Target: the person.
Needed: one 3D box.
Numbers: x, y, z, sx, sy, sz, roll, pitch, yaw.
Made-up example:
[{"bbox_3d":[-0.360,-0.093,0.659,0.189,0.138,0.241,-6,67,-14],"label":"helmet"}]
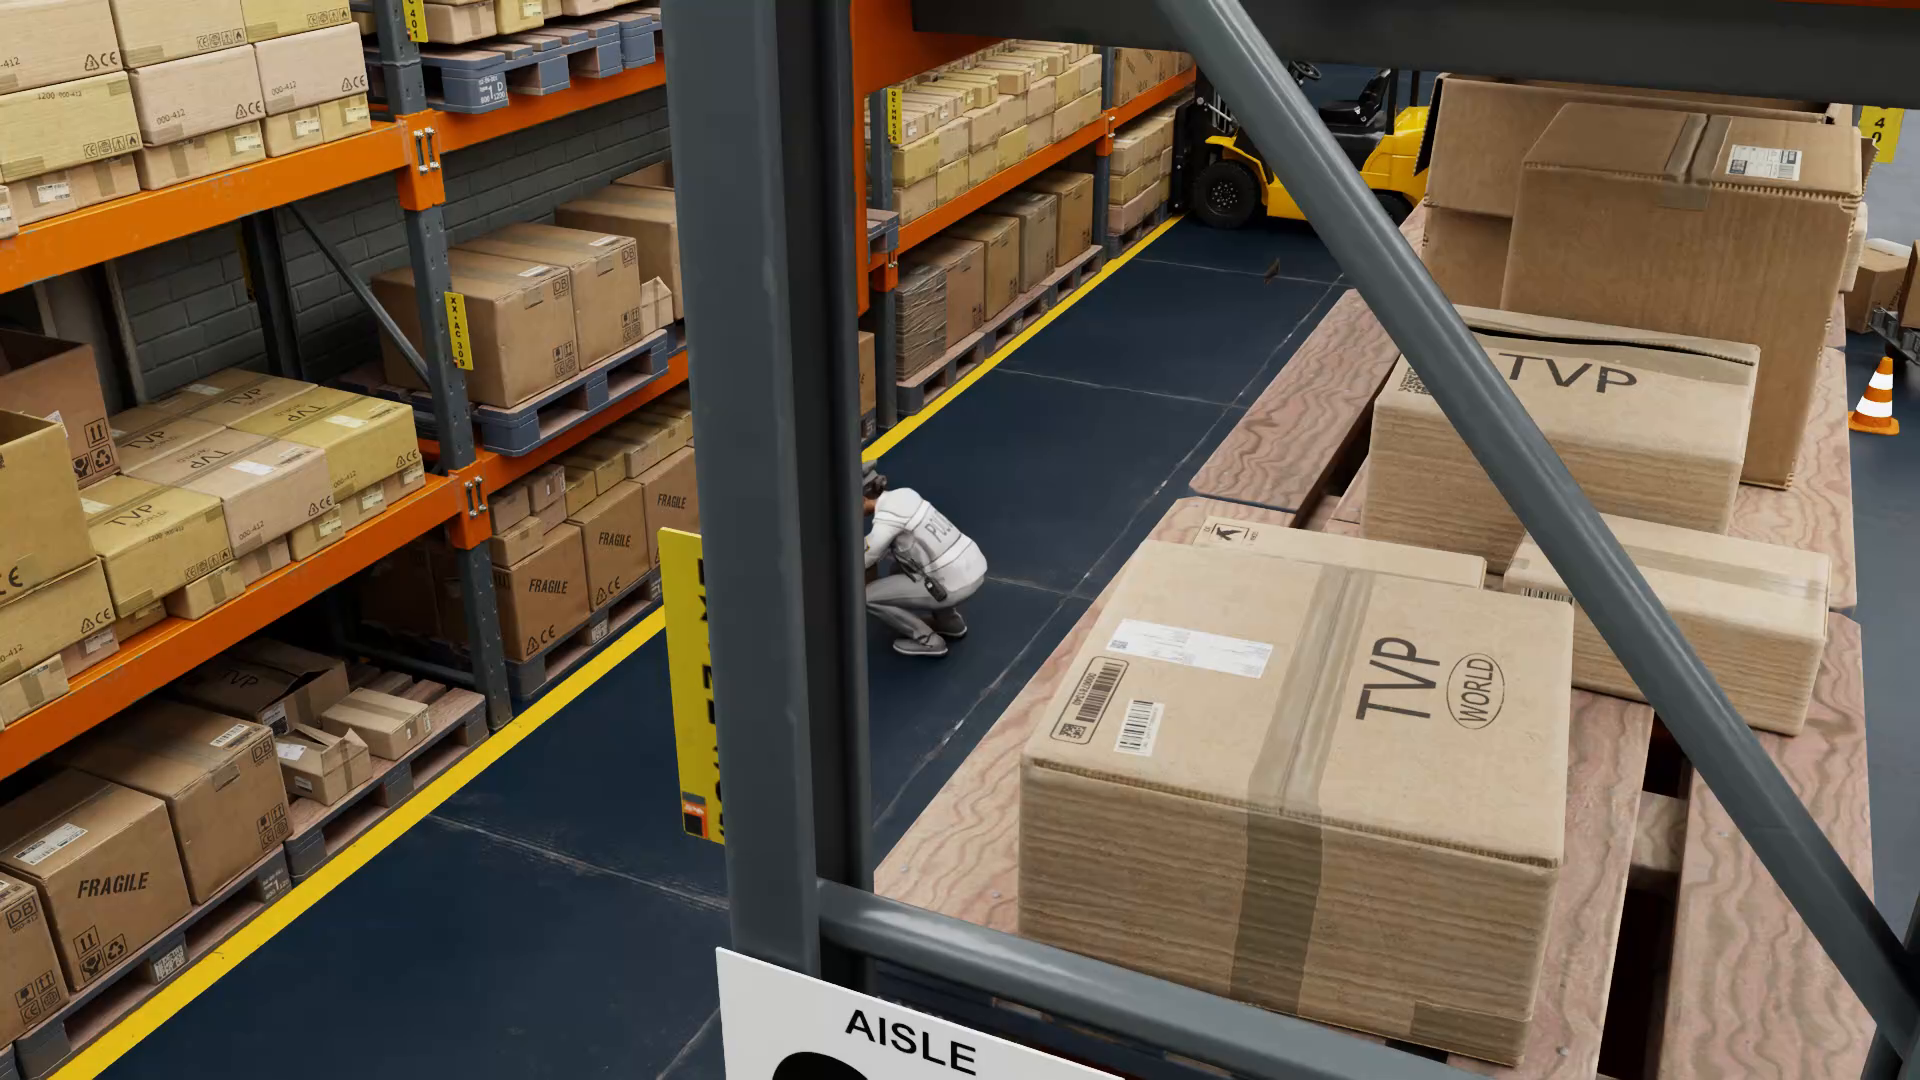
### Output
[{"bbox_3d":[3.675,-0.947,8.915,7.261,2.202,5.544,11,28,21],"label":"person"}]
